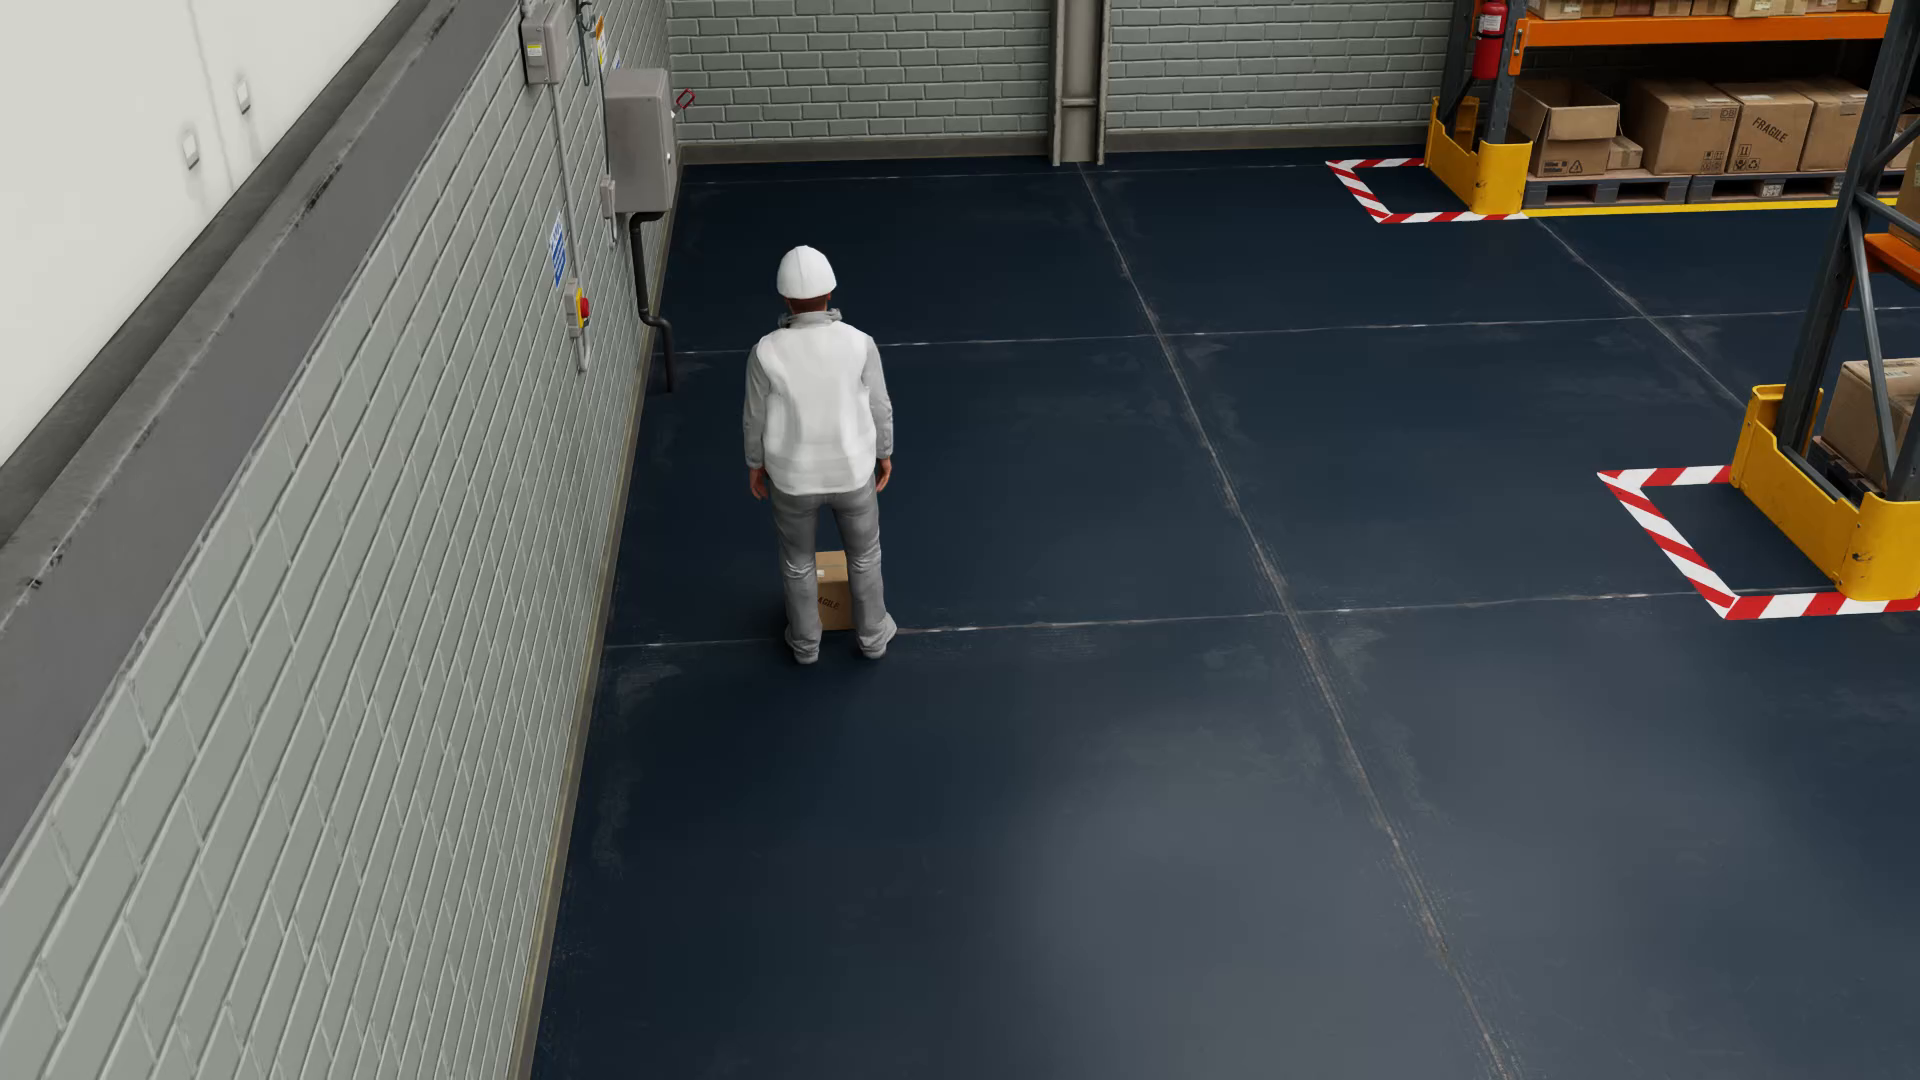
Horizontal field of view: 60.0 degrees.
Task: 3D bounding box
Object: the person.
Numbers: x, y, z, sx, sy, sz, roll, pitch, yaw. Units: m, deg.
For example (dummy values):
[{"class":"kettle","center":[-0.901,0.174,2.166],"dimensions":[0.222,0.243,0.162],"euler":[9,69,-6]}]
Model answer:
[{"class":"person","center":[-0.554,-0.300,6.608],"dimensions":[0.591,1.772,0.459],"euler":[-4,31,-6]}]
